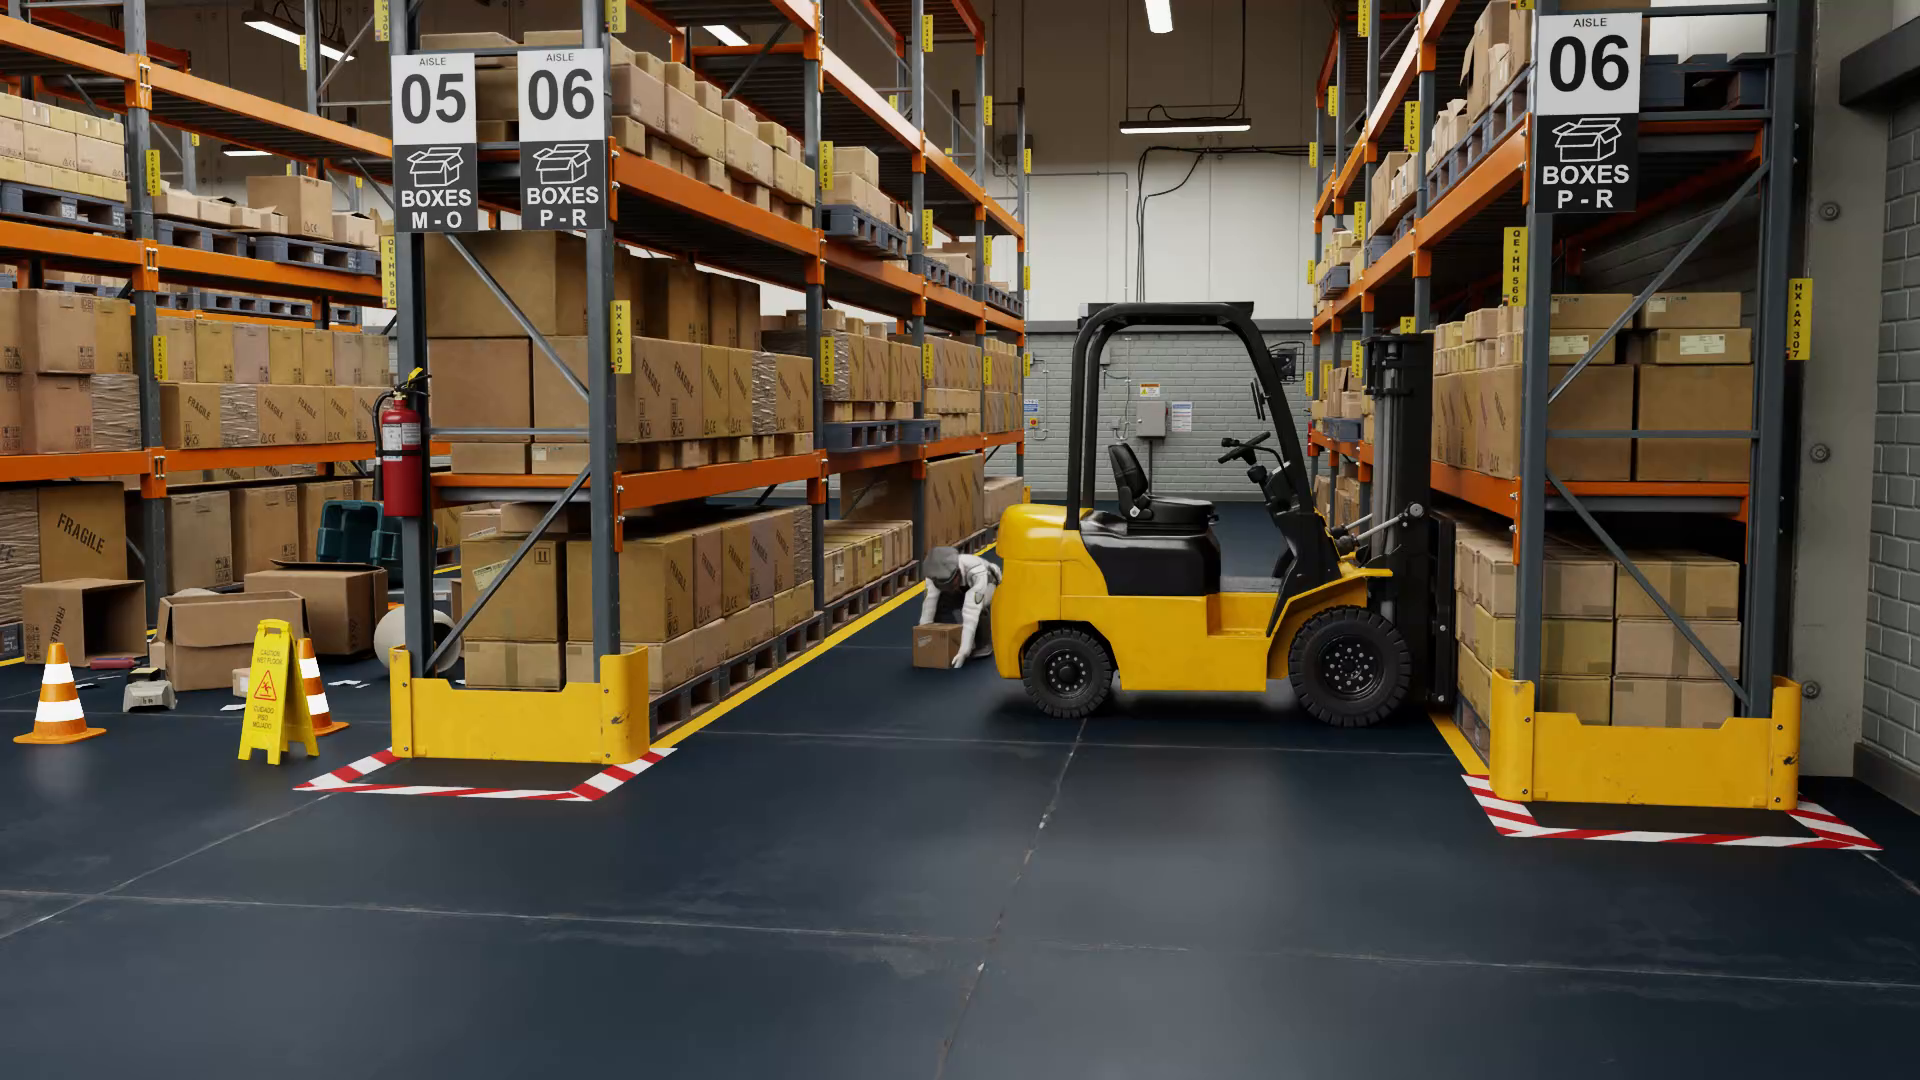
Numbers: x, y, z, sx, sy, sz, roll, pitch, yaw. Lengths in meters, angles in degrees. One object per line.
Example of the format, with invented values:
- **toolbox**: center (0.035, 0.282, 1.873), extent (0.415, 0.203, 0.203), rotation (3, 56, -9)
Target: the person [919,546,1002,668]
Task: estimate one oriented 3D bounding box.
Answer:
- **person**: center (0.006, 0.415, 10.749), extent (0.459, 0.802, 0.901), rotation (2, 5, 26)
